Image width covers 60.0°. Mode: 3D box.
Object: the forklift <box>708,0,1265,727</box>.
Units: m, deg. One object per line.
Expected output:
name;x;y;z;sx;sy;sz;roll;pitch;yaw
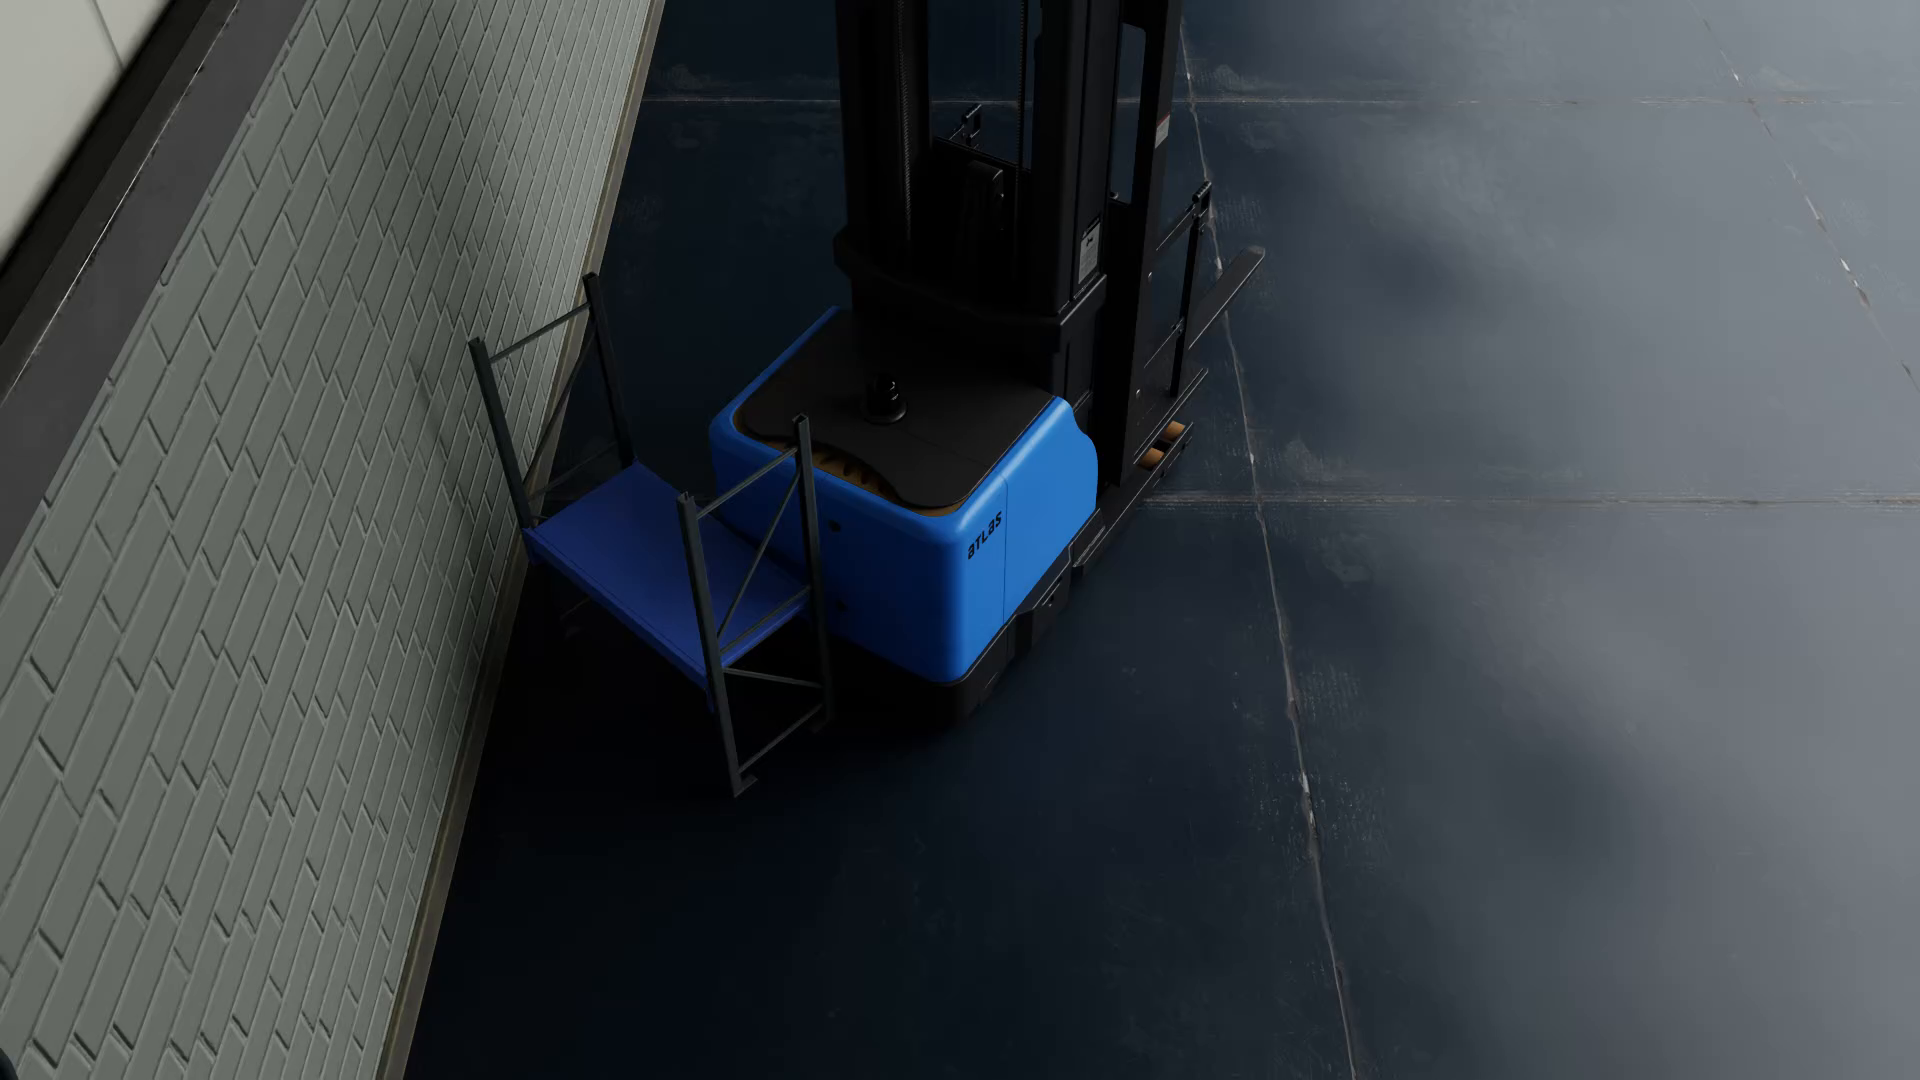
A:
forklift;0.330;-1.385;6.037;1.130;2.935;3.031;25;52;21

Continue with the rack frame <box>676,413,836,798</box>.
rack frame;-0.642;0.265;5.478;0.032;1.500;0.500;34;56;28

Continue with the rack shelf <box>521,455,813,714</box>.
rack shelf;-1.013;0.134;5.847;1.000;0.185;0.538;34;56;28

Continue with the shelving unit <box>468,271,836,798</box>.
shelving unit;-1.013;0.011;5.715;1.048;1.500;0.538;34;56;28

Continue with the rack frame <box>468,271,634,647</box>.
rack frame;-1.384;-0.243;5.952;0.032;1.500;0.500;34;56;28
